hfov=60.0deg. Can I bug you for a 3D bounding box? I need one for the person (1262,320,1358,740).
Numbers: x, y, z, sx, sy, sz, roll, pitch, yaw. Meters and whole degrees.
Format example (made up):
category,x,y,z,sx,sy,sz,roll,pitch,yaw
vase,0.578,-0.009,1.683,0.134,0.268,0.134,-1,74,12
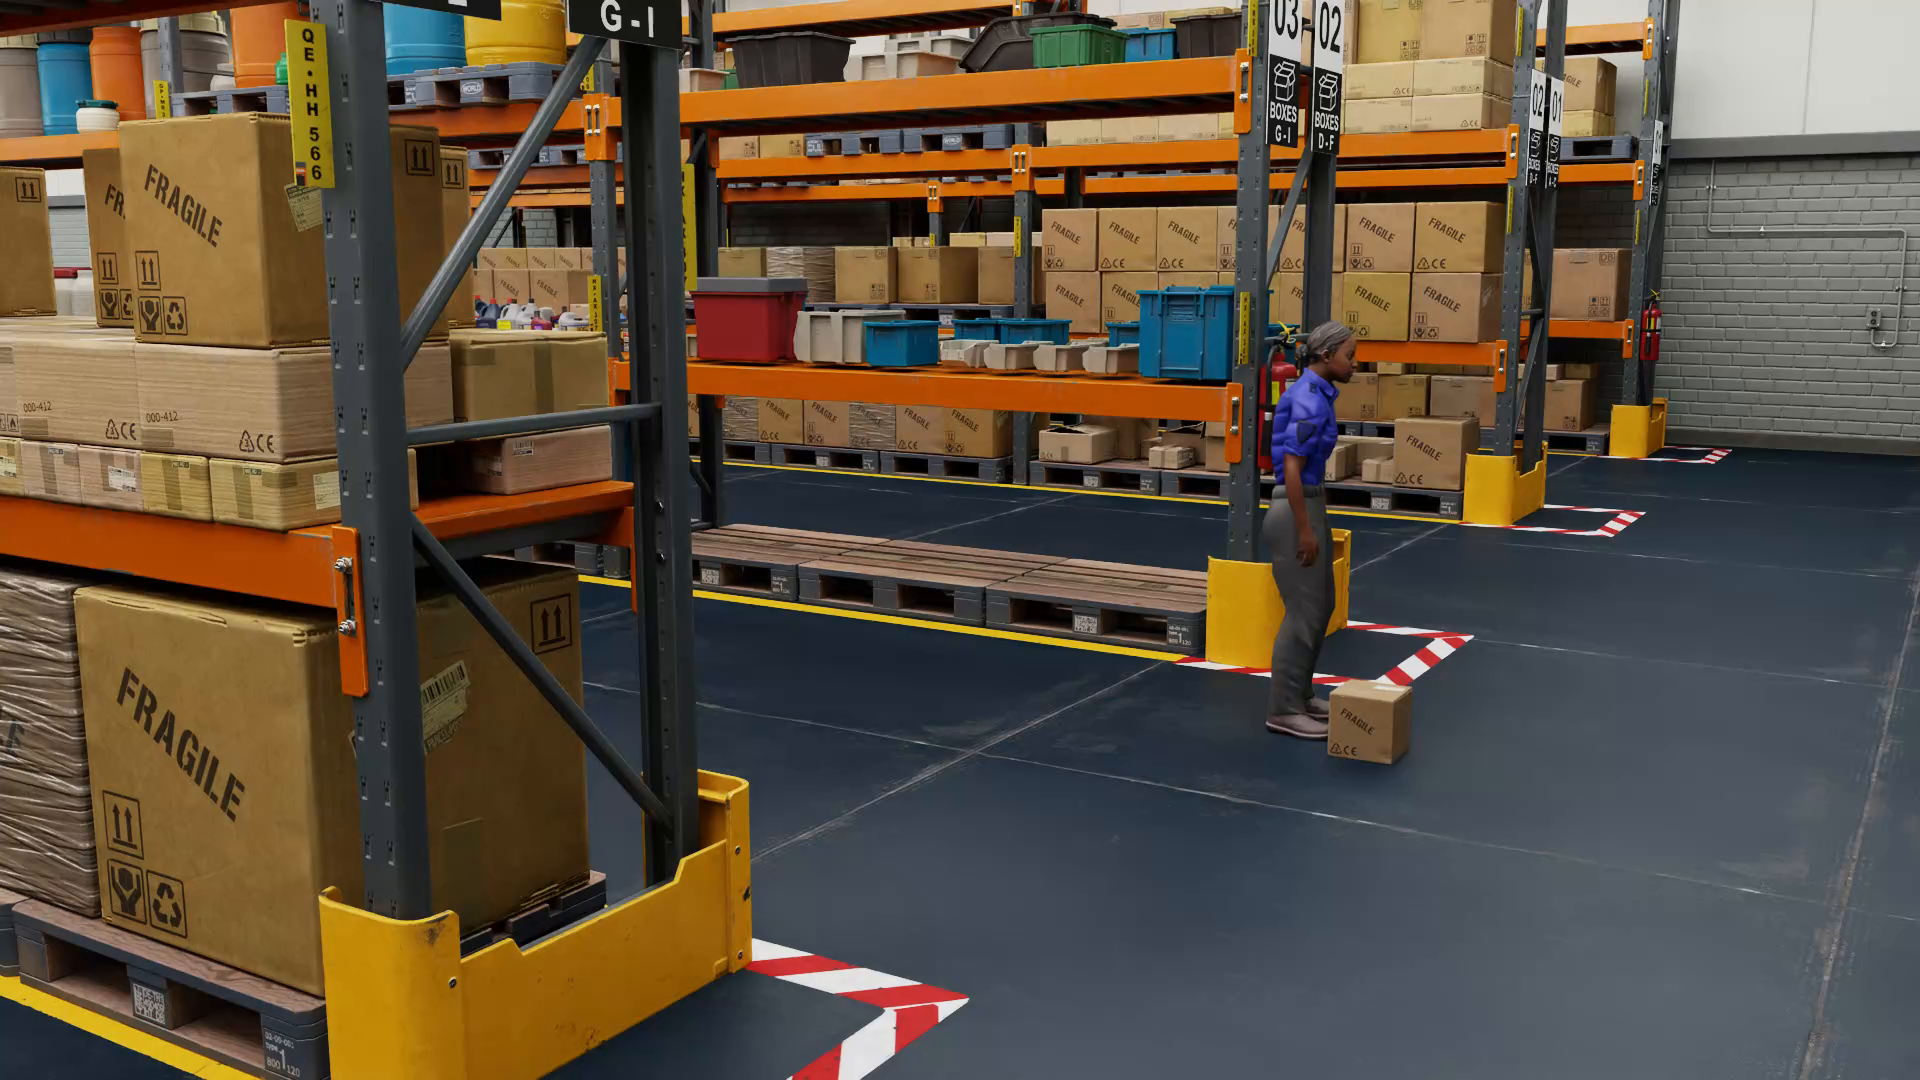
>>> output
category,x,y,z,sx,sy,sz,roll,pitch,yaw
person,1.411,-0.058,6.751,0.348,1.653,0.519,3,10,18
